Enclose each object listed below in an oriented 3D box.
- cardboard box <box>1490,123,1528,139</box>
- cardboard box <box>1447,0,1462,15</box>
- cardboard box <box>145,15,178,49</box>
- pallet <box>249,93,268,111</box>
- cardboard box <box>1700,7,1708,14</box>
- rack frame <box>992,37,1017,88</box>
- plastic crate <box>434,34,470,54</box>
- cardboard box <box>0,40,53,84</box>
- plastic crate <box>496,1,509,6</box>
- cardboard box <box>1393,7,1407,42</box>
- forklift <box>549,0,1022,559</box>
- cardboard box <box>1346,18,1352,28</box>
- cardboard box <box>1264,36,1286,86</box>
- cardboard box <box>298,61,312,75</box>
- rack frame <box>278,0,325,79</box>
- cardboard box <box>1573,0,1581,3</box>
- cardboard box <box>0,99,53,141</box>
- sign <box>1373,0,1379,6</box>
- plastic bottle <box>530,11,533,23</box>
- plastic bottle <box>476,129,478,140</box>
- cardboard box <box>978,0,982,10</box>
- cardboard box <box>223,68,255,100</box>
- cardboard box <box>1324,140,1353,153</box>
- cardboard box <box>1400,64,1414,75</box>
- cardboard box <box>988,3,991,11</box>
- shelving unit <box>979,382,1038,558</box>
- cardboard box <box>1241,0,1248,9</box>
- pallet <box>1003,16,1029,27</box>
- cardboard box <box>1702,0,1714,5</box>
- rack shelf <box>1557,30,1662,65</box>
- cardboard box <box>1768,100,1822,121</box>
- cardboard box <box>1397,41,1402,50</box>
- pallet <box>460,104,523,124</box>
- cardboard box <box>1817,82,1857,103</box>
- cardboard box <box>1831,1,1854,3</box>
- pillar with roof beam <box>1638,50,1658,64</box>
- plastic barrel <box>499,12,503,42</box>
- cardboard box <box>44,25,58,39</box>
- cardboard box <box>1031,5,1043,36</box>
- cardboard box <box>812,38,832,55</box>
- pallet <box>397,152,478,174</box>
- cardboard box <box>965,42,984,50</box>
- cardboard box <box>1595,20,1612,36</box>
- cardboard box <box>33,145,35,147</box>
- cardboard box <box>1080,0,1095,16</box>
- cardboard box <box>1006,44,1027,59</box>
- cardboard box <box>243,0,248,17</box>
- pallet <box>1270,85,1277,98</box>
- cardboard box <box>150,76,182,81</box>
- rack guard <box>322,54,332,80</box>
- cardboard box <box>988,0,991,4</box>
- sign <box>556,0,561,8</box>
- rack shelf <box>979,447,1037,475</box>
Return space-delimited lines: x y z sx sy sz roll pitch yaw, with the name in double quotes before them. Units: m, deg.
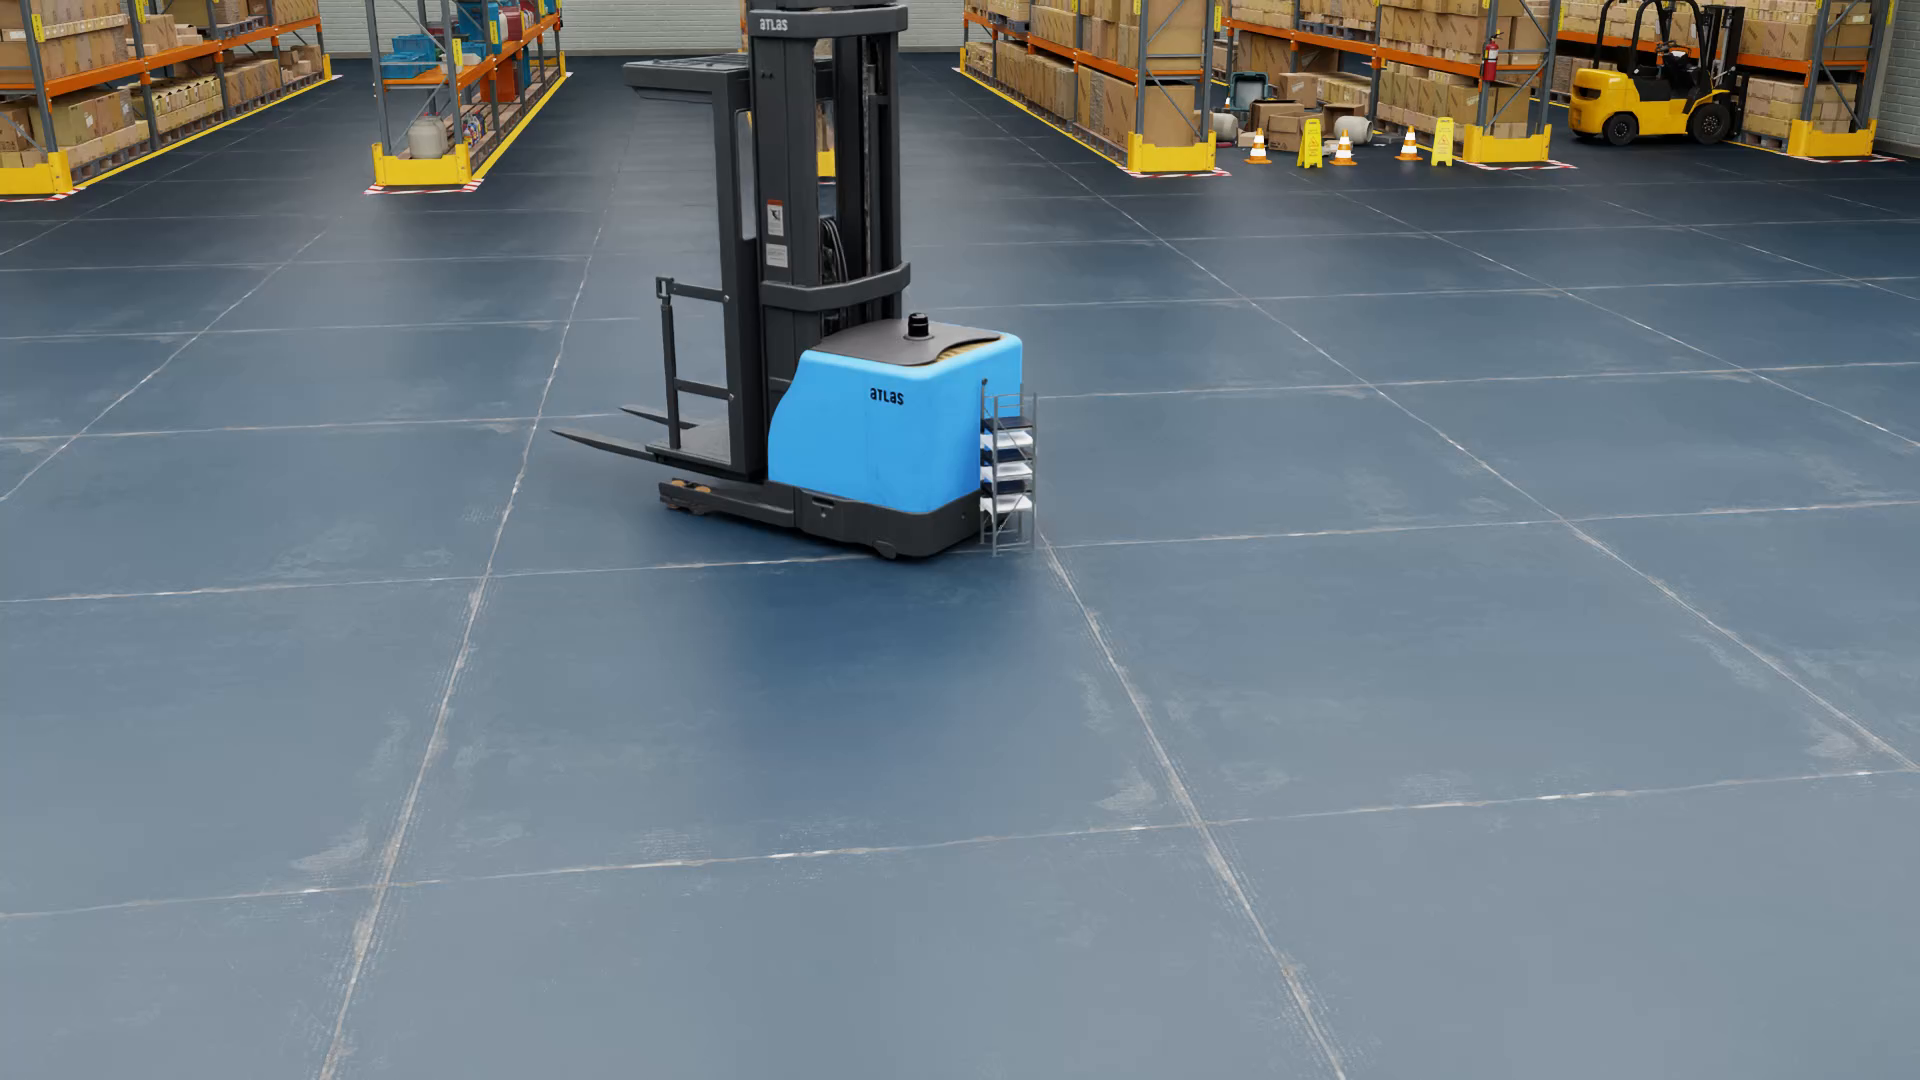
"cardboard box" 7.935 -5.995 24.310 0.500 0.250 0.500 -3 21 -8
"cardboard box" 7.422 -7.789 23.787 0.700 0.500 0.500 -3 21 -7
"cardboard box" -12.727 -8.031 26.290 0.500 0.500 0.500 -4 21 -11
"pallet" -13.228 -7.940 30.174 1.003 0.211 1.213 -3 21 -8
"cardboard box" 11.964 -8.389 26.320 0.380 0.149 0.250 -2 21 -7
"rack frame" 1.164 -10.663 33.479 1.000 3.000 0.127 -3 21 -8
"plastic crate" -7.557 -7.212 24.326 0.767 0.338 0.504 -3 21 -8
"cardboard box" -11.887 -6.004 20.861 0.700 0.500 0.500 -3 21 -8
"plastic crate" -9.065 -10.363 32.613 0.392 0.384 0.575 -3 21 -8
"cardboard box" 7.084 -8.025 25.848 0.500 0.500 0.500 -3 21 -8
"forklift" -1.144 -1.654 9.455 3.031 2.935 1.130 14 24 32
"cardboard box" 6.720 -8.689 27.952 0.380 0.149 0.250 -3 21 -7
"cardboard box" 6.483 -9.317 32.310 0.875 0.875 0.875 -3 21 -7
"cardboard box" -13.709 -9.746 34.325 0.500 0.250 0.500 -3 21 -8
"rack frame" -14.139 -11.335 35.276 1.000 3.000 0.127 -3 21 -8
"cardboard box" 11.392 -9.860 30.258 0.380 0.149 0.250 -2 21 -6
"cardboard box" -12.363 -5.571 22.103 0.500 0.500 0.500 -3 21 -8
"sign" 6.652 -8.691 26.544 0.100 0.325 0.005 -3 21 -8
"plastic bottle" -8.283 -10.020 31.934 0.152 0.276 0.135 -3 21 -8
"plastic bottle" -6.991 -5.841 23.938 0.097 0.201 0.097 0 20 0
"cardboard box" 0.671 -11.355 34.762 0.500 0.500 0.500 -3 21 -8
"cardboard box" -12.917 -8.127 29.632 0.500 0.500 0.500 -3 21 -8
"cardboard box" 5.590 -5.809 24.557 0.380 0.149 0.250 8 22 20
"cardboard box" 7.053 -7.300 25.804 0.380 0.149 0.250 -2 21 -6
"cardboard box" 0.766 -10.583 33.022 0.380 0.149 0.250 -4 21 -10
"shelving unit" 0.258 -0.374 8.931 0.258 0.900 0.210 -7 21 -17
"cardboard box" 5.935 -10.766 33.254 0.500 0.250 0.500 -3 21 -7
"pallet" 1.415 -9.872 31.634 1.003 0.211 1.213 -3 21 -8
"cardboard box" 11.973 -8.526 26.262 0.380 0.149 0.250 -2 21 -7
"rack shelf" 11.824 -8.785 29.479 1.077 0.370 4.000 -3 21 -8
"cardboard box" 12.309 -6.340 24.520 0.500 0.250 0.500 -3 21 -8
"cardboard box" 7.085 -7.760 26.064 0.380 0.149 0.250 -3 21 -8
"pallet" -8.010 -7.237 28.290 1.003 0.211 1.213 -3 21 -8
"cardboard box" 12.807 -6.598 24.494 0.500 0.250 0.500 -3 21 -9
"cardboard box" 12.876 -7.757 24.203 0.380 0.149 0.250 -2 21 -6
"pillar with roof beam" 8.356 -12.002 28.489 9.100 9.000 0.400 -3 21 -8
"plastic barrel" -7.596 -8.238 26.792 0.433 0.535 0.433 0 20 0
"cardboard box" -11.751 -6.470 21.182 0.380 0.149 0.250 -3 21 -8
"cardboard box" 1.538 -9.156 29.301 0.500 0.500 0.500 -3 21 -7
"cardboard box" -2.081 -6.671 22.223 0.875 0.500 0.500 -3 21 -8
"pallet" -7.099 -5.043 22.416 1.003 0.211 1.213 -3 21 -8
"cardboard box" 0.327 -10.989 36.977 0.380 0.149 0.250 -4 21 -10
"cardboard box" 11.580 -9.046 29.364 0.500 0.250 0.500 -2 21 -6
"cardboard box" -12.286 -5.047 21.771 0.500 0.250 0.500 -3 21 -8
"cardboard box" 2.336 -8.340 25.501 0.875 0.550 0.550 -3 21 -8
"cardboard box" 1.157 -9.410 32.024 0.500 0.250 0.500 -2 21 -6
"cardboard box" -13.715 -10.018 31.008 0.700 0.500 0.500 -10 23 -26
"pallet" 6.585 -8.533 31.762 1.003 0.211 1.213 -3 21 -8
"cardboard box" -13.201 -7.540 27.645 0.500 0.311 0.500 -2 21 -6
"rack guard" -14.128 -10.137 35.643 1.175 0.500 0.348 -3 21 -8
"cardboard box" 0.766 -10.722 32.970 0.380 0.149 0.250 -3 21 -7
"sign" -8.694 -11.693 36.003 0.100 0.325 0.005 -3 21 -8
"rack shelf" 0.258 -0.427 8.911 0.258 0.077 0.200 -7 21 -17
